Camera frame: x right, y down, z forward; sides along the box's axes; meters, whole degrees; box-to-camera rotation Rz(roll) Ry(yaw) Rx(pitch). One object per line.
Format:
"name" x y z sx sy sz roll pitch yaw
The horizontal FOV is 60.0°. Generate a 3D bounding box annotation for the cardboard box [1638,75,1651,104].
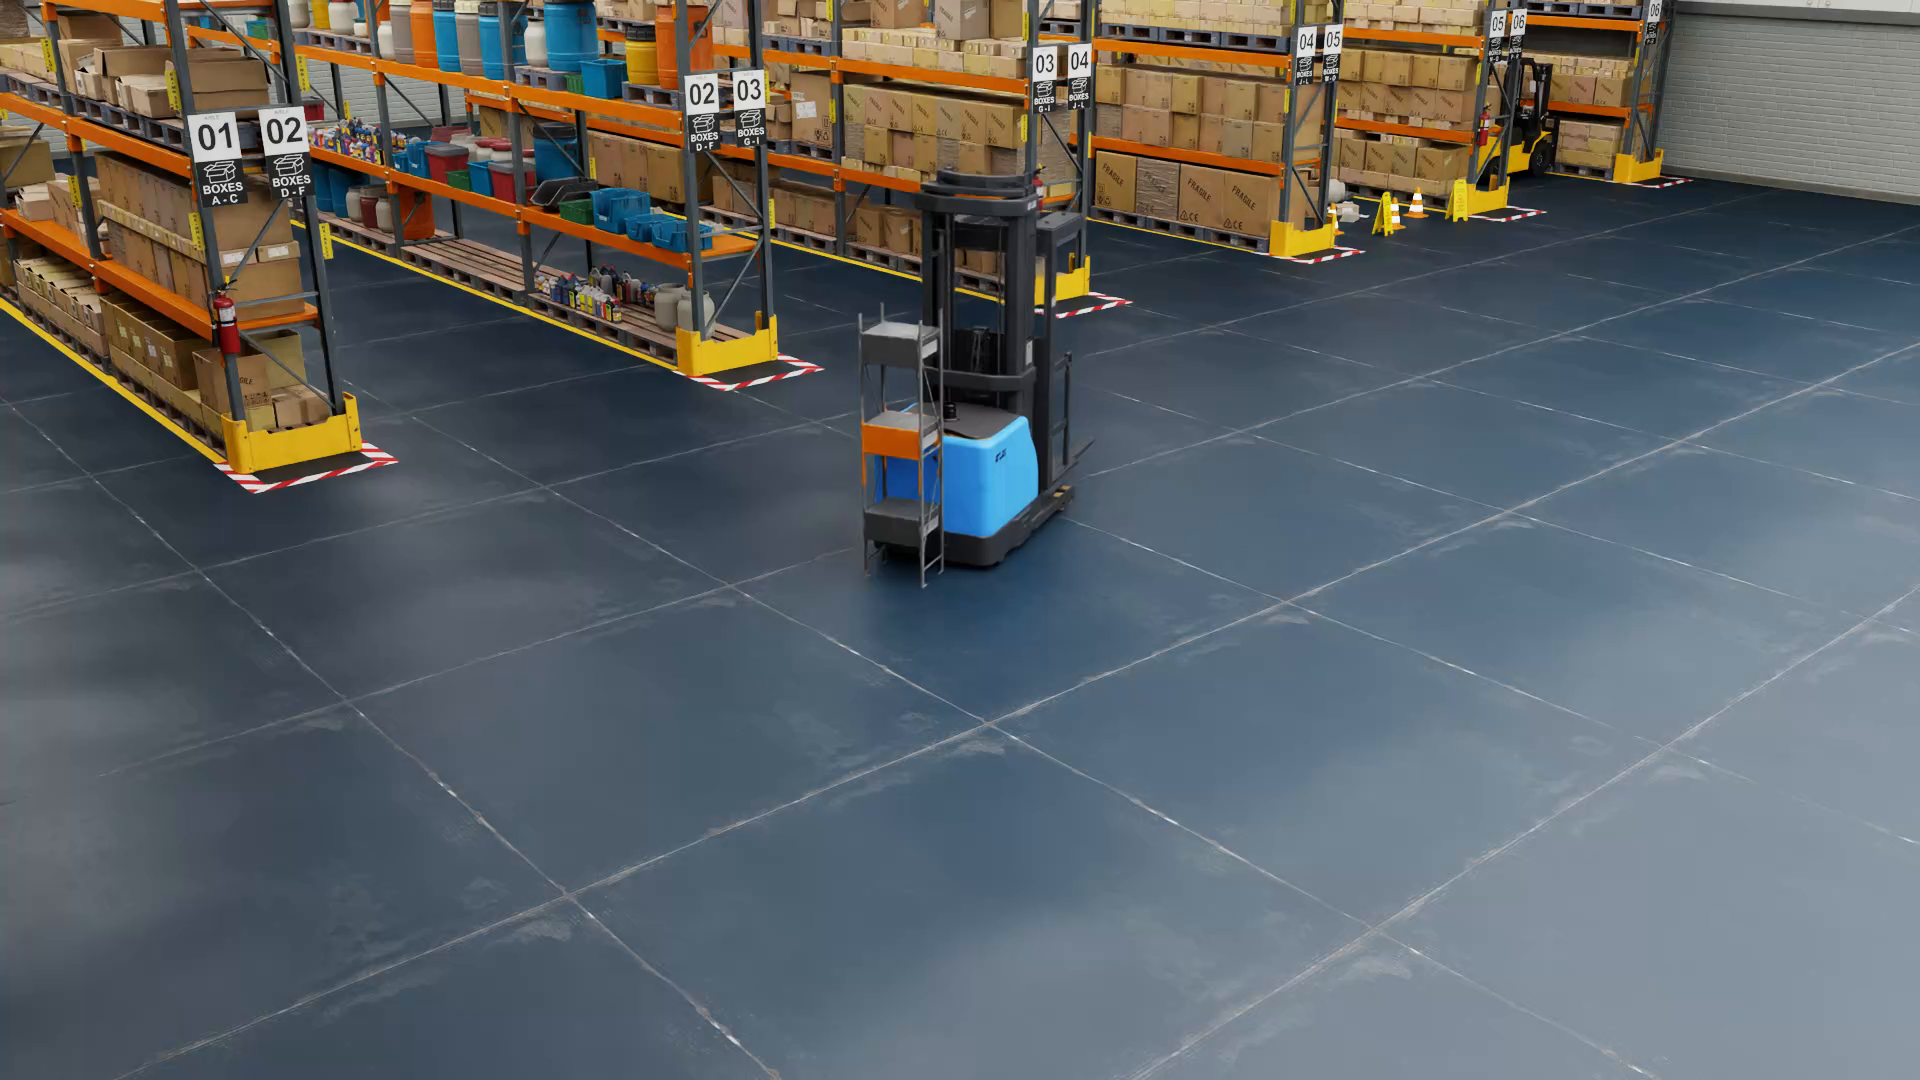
"cardboard box" 12.382 -8.334 30.738 0.500 0.500 0.500 -16 27 -36

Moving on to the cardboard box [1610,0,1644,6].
"cardboard box" 12.022 -9.834 29.742 0.500 0.500 0.500 -16 27 -36

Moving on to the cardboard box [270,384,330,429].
"cardboard box" -6.459 -1.302 16.116 0.500 0.250 0.500 -17 27 -37

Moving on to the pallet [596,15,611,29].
"pallet" -5.967 -8.924 28.532 0.805 0.209 1.217 -19 28 -39

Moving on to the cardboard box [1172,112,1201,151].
"cardboard box" 3.753 -6.325 25.541 0.875 0.550 0.500 -17 27 -37

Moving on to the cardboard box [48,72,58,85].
"cardboard box" -9.644 -5.137 18.229 0.500 0.250 0.500 19 28 40

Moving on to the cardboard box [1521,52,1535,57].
"cardboard box" 10.768 -9.181 31.604 0.380 0.149 0.250 -18 27 -38

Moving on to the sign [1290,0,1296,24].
"sign" 4.633 -7.342 23.125 0.100 0.325 0.005 -17 27 -37

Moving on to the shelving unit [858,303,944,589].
"shelving unit" -0.438 -0.704 12.628 0.503 2.100 0.431 9 23 22

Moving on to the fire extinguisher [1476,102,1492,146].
"fire extinguisher" 8.463 -6.725 26.872 0.296 0.674 0.183 -17 27 -37

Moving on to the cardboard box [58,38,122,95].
"cardboard box" -8.759 -4.793 16.816 0.500 0.500 0.500 -15 26 -33

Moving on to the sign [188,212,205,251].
"sign" -6.698 -2.710 14.603 0.100 0.325 0.005 -17 27 -37

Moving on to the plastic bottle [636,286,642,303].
"plastic bottle" -3.958 -3.047 20.611 0.097 0.201 0.097 0 21 0

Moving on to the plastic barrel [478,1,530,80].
"plastic barrel" -5.630 -6.188 20.595 0.600 0.901 0.708 -17 27 -37

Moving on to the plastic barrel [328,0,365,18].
"plastic barrel" -9.126 -8.070 24.824 0.600 0.901 0.708 -17 27 -37

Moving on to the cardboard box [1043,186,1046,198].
"cardboard box" 0.887 -4.455 21.317 0.380 0.149 0.250 -17 27 -37

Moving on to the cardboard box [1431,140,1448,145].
"cardboard box" 8.060 -6.605 28.627 0.500 0.500 0.500 -19 28 -39

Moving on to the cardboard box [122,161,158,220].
"cardboard box" -7.937 -3.542 16.726 0.700 0.500 0.500 -17 27 -37

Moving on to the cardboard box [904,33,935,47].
"cardboard box" -0.523 -6.646 22.111 0.380 0.149 0.250 -18 28 -38

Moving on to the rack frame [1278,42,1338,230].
"rack frame" 5.053 -5.696 24.139 1.000 3.000 0.127 -17 27 -37

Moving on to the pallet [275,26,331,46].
"pallet" -9.770 -7.795 25.644 1.213 0.211 1.003 -17 27 -37

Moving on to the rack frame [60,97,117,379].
"rack frame" -8.888 -3.291 17.999 1.000 3.000 0.127 -17 27 -37

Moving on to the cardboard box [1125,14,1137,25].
"cardboard box" 2.755 -8.001 25.543 0.380 0.149 0.250 -18 27 -38

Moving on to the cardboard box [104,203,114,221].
"cardboard box" -8.696 -3.450 17.378 0.380 0.149 0.250 -17 27 -37

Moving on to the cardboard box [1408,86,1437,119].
"cardboard box" 7.851 -7.311 27.718 0.500 0.500 0.500 -17 27 -37

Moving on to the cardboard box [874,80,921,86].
"cardboard box" -0.879 -6.240 23.612 0.500 0.500 0.500 -17 27 -37

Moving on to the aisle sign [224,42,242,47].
"aisle sign" -12.792 -9.084 29.226 0.394 0.787 0.004 -17 27 -37

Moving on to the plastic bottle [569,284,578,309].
"plastic bottle" -4.722 -2.979 20.325 0.061 0.283 0.133 -16 26 -35

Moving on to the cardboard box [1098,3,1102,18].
"cardboard box" 2.237 -8.603 26.921 0.258 0.266 0.396 -18 28 -38

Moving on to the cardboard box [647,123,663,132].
"cardboard box" -4.823 -7.016 27.373 0.500 0.500 0.500 -18 28 -38

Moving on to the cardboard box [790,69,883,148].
"cardboard box" -1.794 -6.376 24.477 1.000 1.000 1.000 -17 27 -37

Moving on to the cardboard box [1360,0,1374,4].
"cardboard box" 6.976 -9.147 28.088 0.380 0.149 0.250 -18 28 -38

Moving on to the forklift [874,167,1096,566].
"forklift" 0.357 -1.665 13.942 1.130 2.935 3.031 9 23 22

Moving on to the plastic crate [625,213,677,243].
"plastic crate" -3.495 -3.542 18.845 0.499 0.251 0.408 -17 27 -37

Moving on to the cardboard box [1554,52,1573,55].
"cardboard box" 11.450 -9.150 31.523 0.380 0.149 0.250 -17 27 -37

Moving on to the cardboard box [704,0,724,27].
"cardboard box" -3.552 -8.097 25.335 0.500 0.500 0.500 -17 27 -37

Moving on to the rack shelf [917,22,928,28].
"rack shelf" -1.474 -9.520 30.777 1.077 0.370 4.000 -17 27 -37

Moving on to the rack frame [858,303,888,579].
"rack frame" -0.662 -0.739 12.718 0.015 2.100 0.400 9 23 22

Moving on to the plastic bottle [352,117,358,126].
"plastic bottle" -9.508 -6.480 26.210 0.144 0.351 0.185 -17 27 -37

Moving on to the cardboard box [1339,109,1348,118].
"cardboard box" 6.822 -7.460 28.989 0.380 0.149 0.250 -18 27 -38

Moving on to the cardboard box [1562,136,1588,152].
"cardboard box" 11.621 -7.434 31.086 0.500 0.250 0.500 -18 28 -38

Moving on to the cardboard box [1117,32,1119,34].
"cardboard box" 3.048 -9.954 33.502 0.500 0.500 0.500 -17 27 -37

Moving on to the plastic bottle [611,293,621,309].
"plastic bottle" -4.117 -2.809 19.889 0.061 0.283 0.133 -17 27 -37

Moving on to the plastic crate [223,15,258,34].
"plastic crate" -11.754 -8.440 27.195 0.437 0.282 0.530 -17 27 -37

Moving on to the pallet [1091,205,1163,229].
"pallet" 2.879 -5.274 26.885 1.003 0.211 1.213 -17 27 -37

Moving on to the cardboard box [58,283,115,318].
"cardboard box" -10.038 -2.791 19.150 0.500 0.311 0.500 -18 27 -38

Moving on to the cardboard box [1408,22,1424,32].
"cardboard box" 7.644 -8.500 27.529 0.380 0.149 0.250 -18 28 -38

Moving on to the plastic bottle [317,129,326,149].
"plastic bottle" -9.738 -6.147 25.461 0.152 0.276 0.135 -17 27 -37

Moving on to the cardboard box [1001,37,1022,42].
"cardboard box" 0.747 -6.414 21.518 0.380 0.149 0.250 -16 27 -35

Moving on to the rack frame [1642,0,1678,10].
"rack frame" 12.495 -10.878 29.144 1.000 3.000 0.127 -17 27 -37

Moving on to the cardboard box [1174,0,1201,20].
"cardboard box" 3.540 -7.889 24.710 0.500 0.250 0.500 -17 27 -37

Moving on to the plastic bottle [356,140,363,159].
"plastic bottle" -8.798 -5.732 24.408 0.097 0.271 0.097 0 21 0

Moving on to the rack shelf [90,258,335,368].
"rack shelf" -7.583 -2.403 16.719 1.077 0.370 4.000 -17 27 -37

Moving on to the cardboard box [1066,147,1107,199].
"cardboard box" 1.969 -6.099 27.678 1.050 0.750 0.750 -18 27 -38

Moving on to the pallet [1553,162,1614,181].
"pallet" 11.964 -6.988 31.261 1.003 0.211 1.213 -17 27 -37
